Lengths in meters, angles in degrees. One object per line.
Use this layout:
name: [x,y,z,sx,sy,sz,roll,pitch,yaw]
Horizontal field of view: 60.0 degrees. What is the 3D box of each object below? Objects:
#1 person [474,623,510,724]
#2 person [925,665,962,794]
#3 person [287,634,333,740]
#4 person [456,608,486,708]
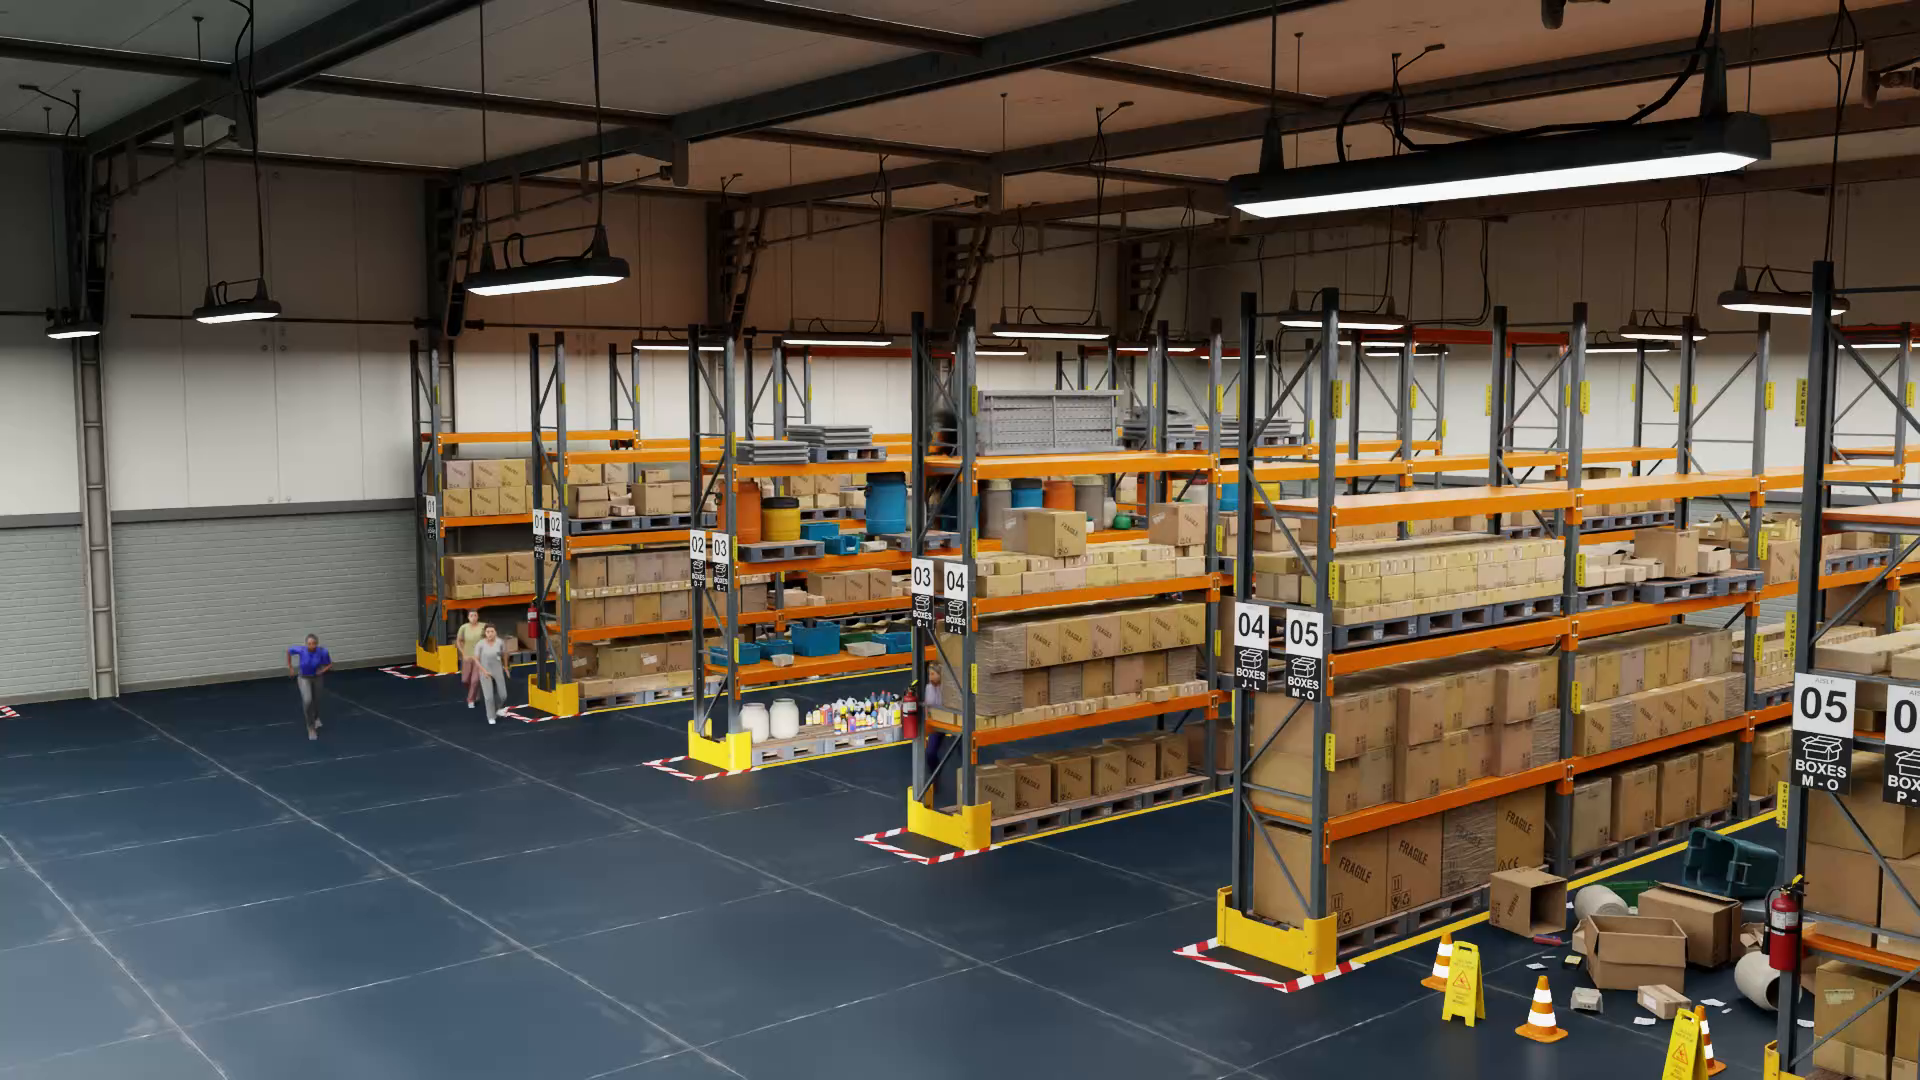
person: [-7.154,2.027,25.354,0.545,1.586,0.721,-3,6,-29]
person: [-0.190,2.374,20.960,0.651,1.625,0.774,1,5,9]
person: [-9.614,2.141,24.612,0.623,1.613,0.951,-2,6,-22]
person: [-7.804,1.885,26.874,0.607,1.629,0.565,0,5,-1]
